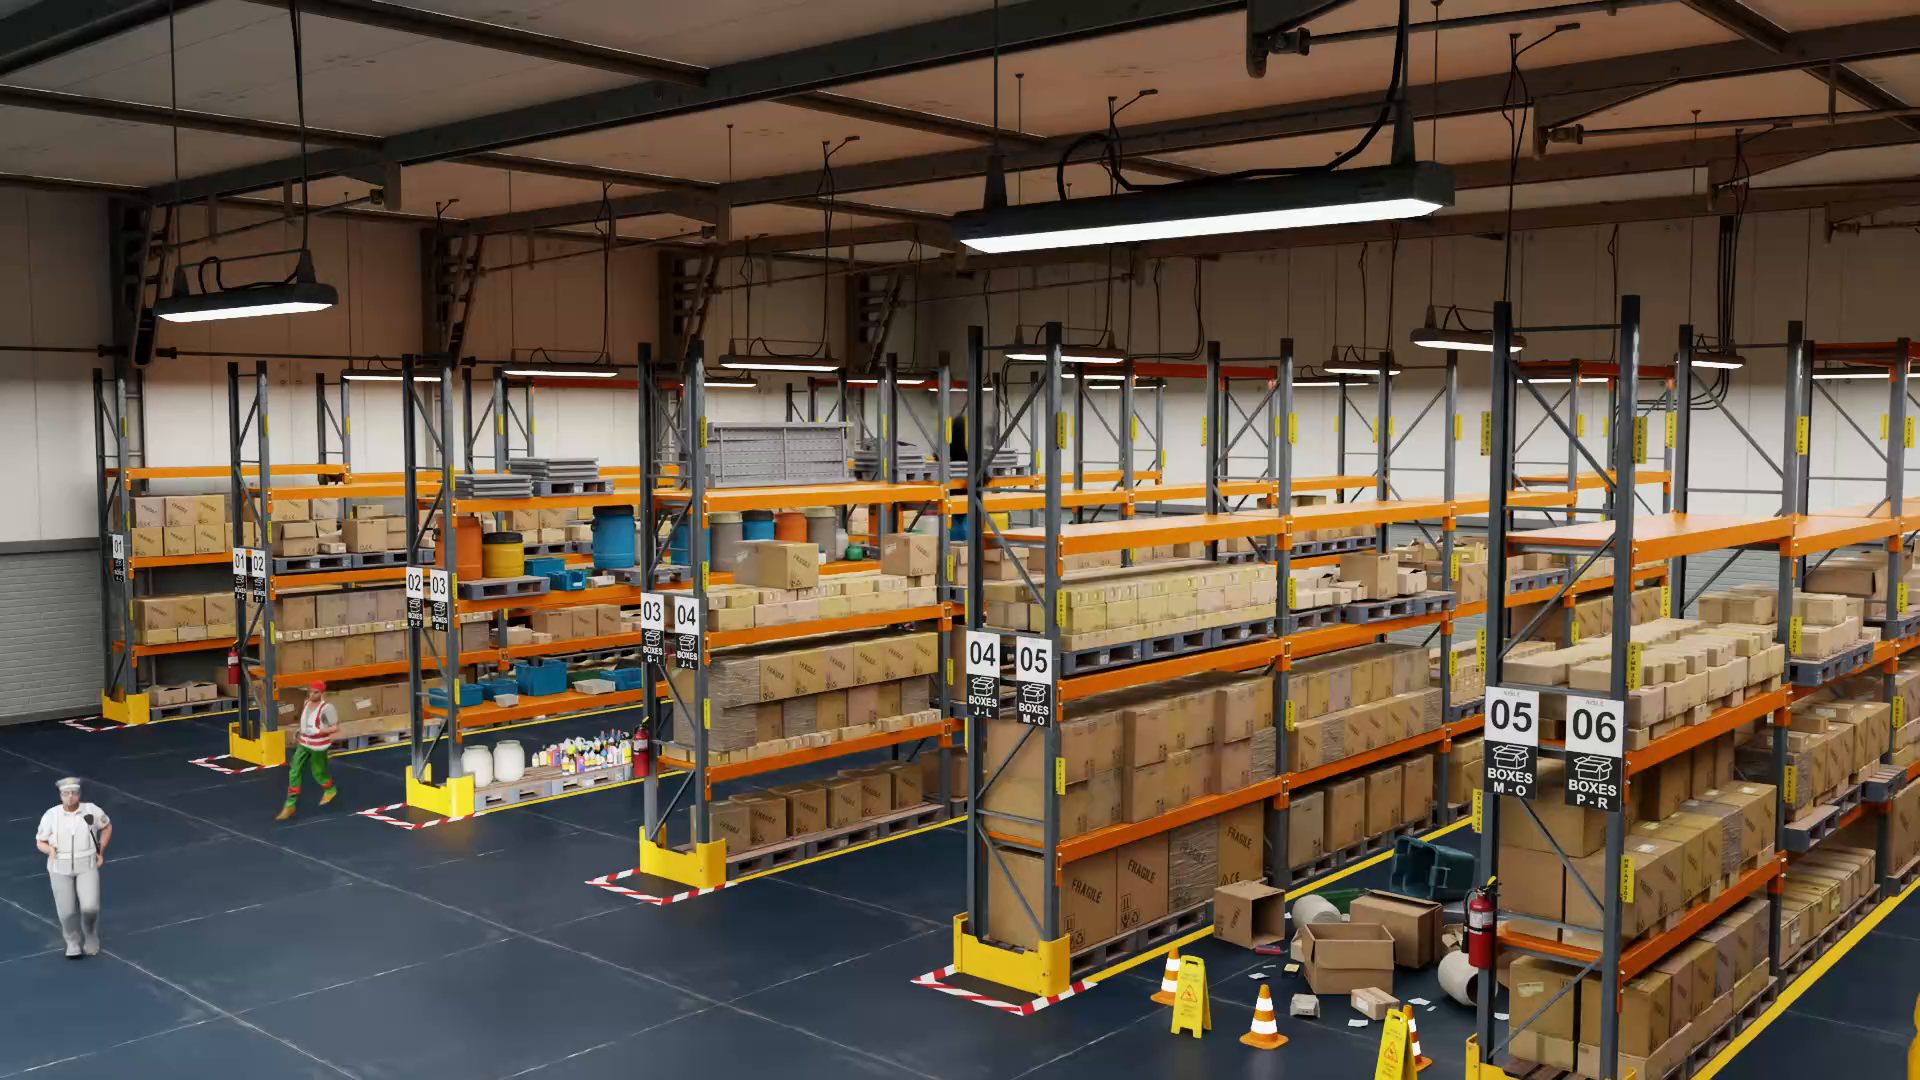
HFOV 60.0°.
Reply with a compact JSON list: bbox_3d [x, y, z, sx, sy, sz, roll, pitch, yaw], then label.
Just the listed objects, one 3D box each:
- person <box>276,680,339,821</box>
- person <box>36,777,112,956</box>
[{"bbox_3d":[-8.350,2.687,21.625,0.684,1.772,0.967,1,4,18],"label":"person"},{"bbox_3d":[-8.409,3.130,15.802,0.640,1.755,0.645,-2,5,-26],"label":"person"}]
